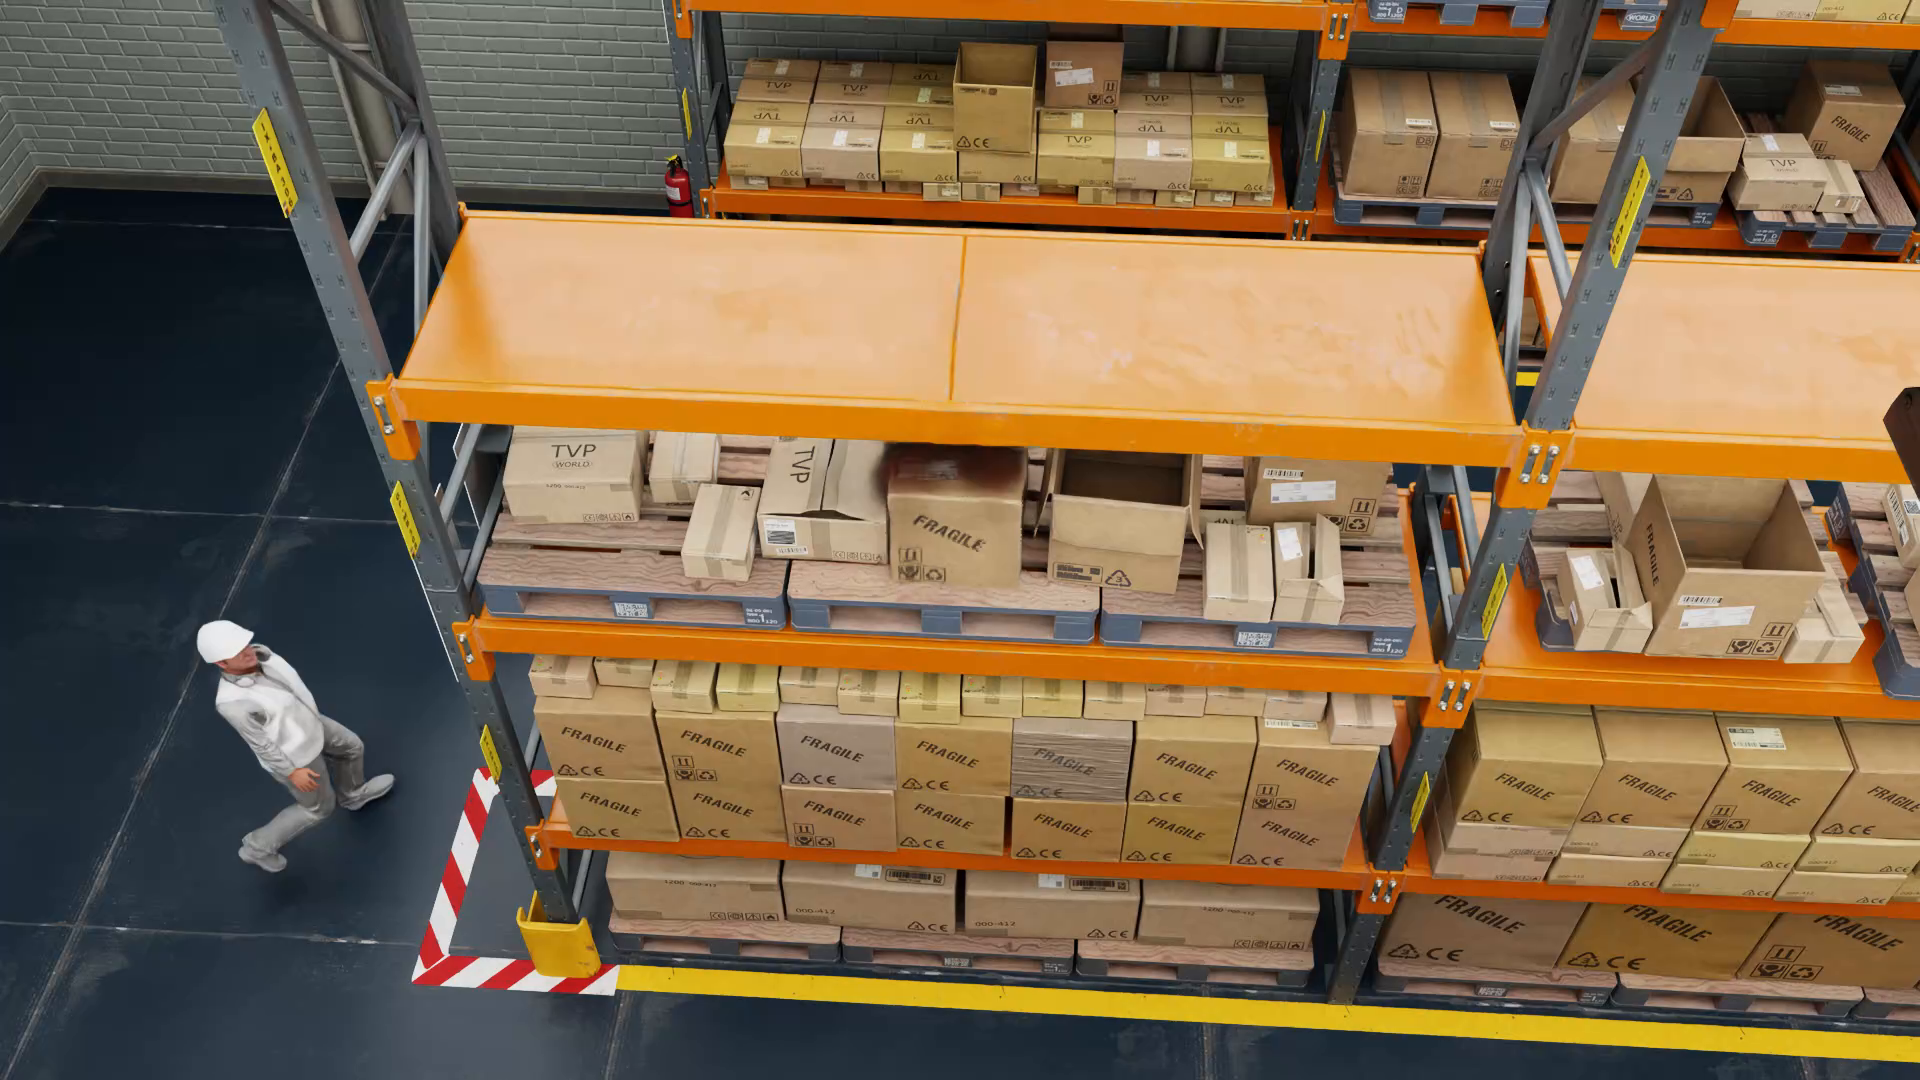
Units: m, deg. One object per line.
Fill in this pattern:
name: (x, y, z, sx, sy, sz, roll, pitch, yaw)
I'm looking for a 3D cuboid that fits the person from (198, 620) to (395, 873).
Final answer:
person: (-3.519, 1.032, 8.604, 0.842, 1.694, 0.574, -20, 51, -17)
